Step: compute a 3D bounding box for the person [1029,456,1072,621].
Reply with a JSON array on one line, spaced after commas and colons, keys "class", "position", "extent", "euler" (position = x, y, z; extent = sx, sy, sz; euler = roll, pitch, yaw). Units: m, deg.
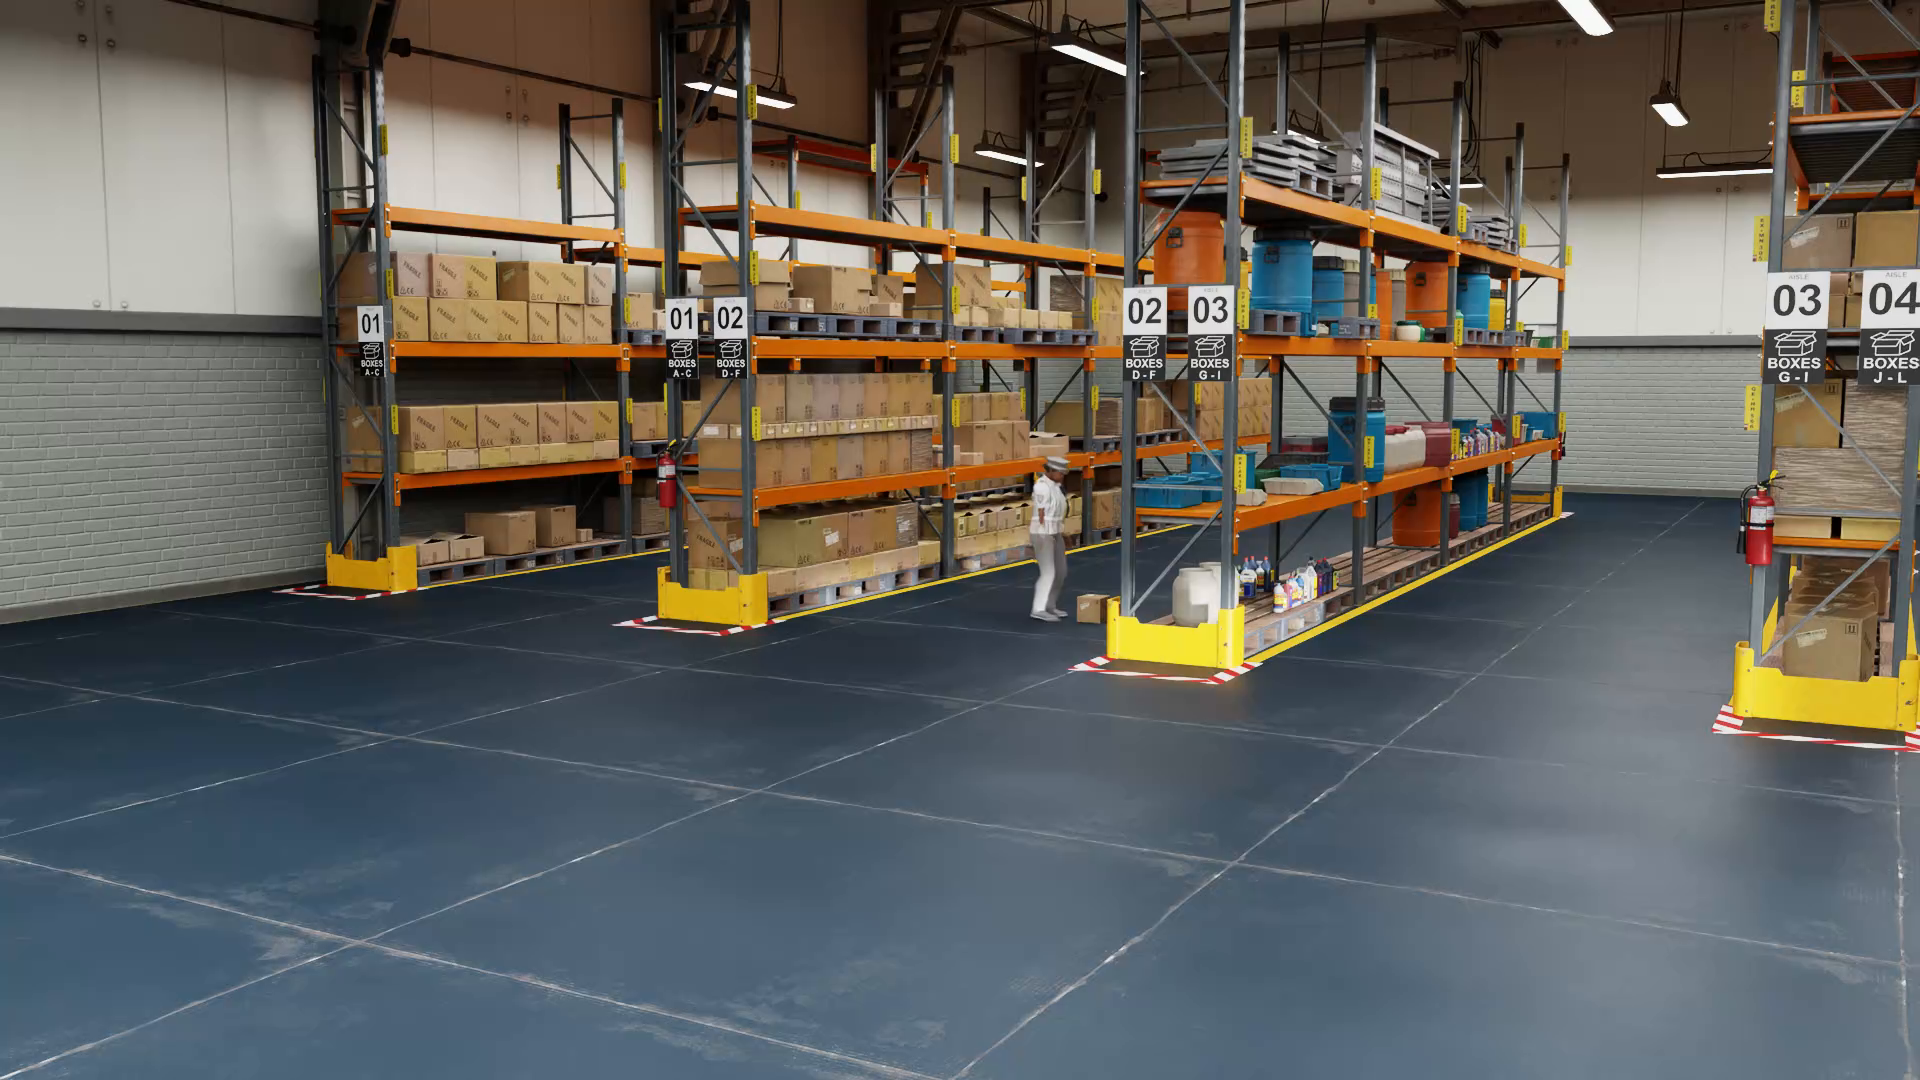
[{"class": "person", "position": [0.919, -0.025, 16.767], "extent": [0.394, 1.641, 0.448], "euler": [3, 7, 30]}]
